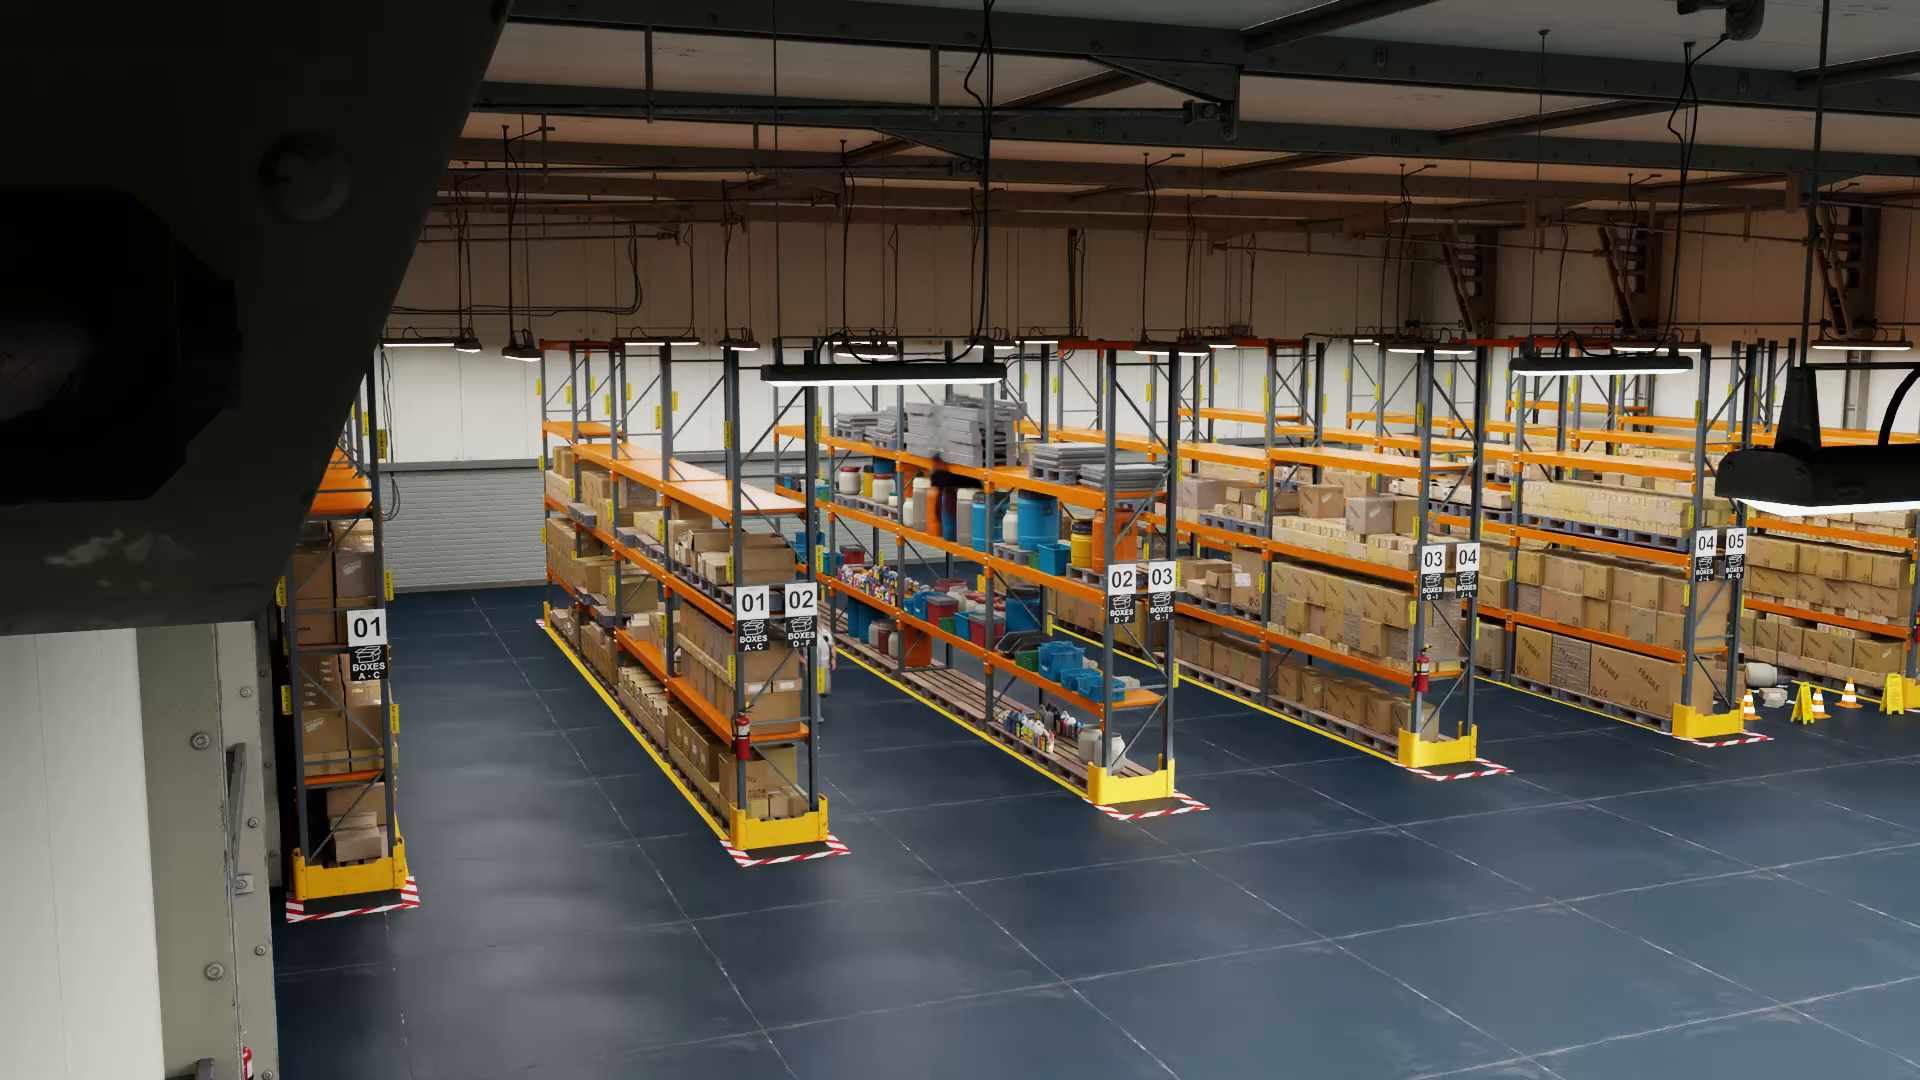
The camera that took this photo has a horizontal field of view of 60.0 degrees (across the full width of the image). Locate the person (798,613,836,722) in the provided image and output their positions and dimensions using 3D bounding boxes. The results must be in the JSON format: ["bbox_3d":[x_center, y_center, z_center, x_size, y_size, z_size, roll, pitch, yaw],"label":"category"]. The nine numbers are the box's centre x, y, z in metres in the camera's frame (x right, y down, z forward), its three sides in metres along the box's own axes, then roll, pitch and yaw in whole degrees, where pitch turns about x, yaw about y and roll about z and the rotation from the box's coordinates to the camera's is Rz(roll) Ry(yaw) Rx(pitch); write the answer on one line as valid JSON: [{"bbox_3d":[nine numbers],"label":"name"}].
[{"bbox_3d":[-2.317,2.005,26.628,0.705,1.732,0.708,-4,8,-27],"label":"person"}]

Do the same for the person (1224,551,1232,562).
[{"bbox_3d":[6.782,0.232,41.233,0.535,1.530,0.583,7,10,44],"label":"person"}]
